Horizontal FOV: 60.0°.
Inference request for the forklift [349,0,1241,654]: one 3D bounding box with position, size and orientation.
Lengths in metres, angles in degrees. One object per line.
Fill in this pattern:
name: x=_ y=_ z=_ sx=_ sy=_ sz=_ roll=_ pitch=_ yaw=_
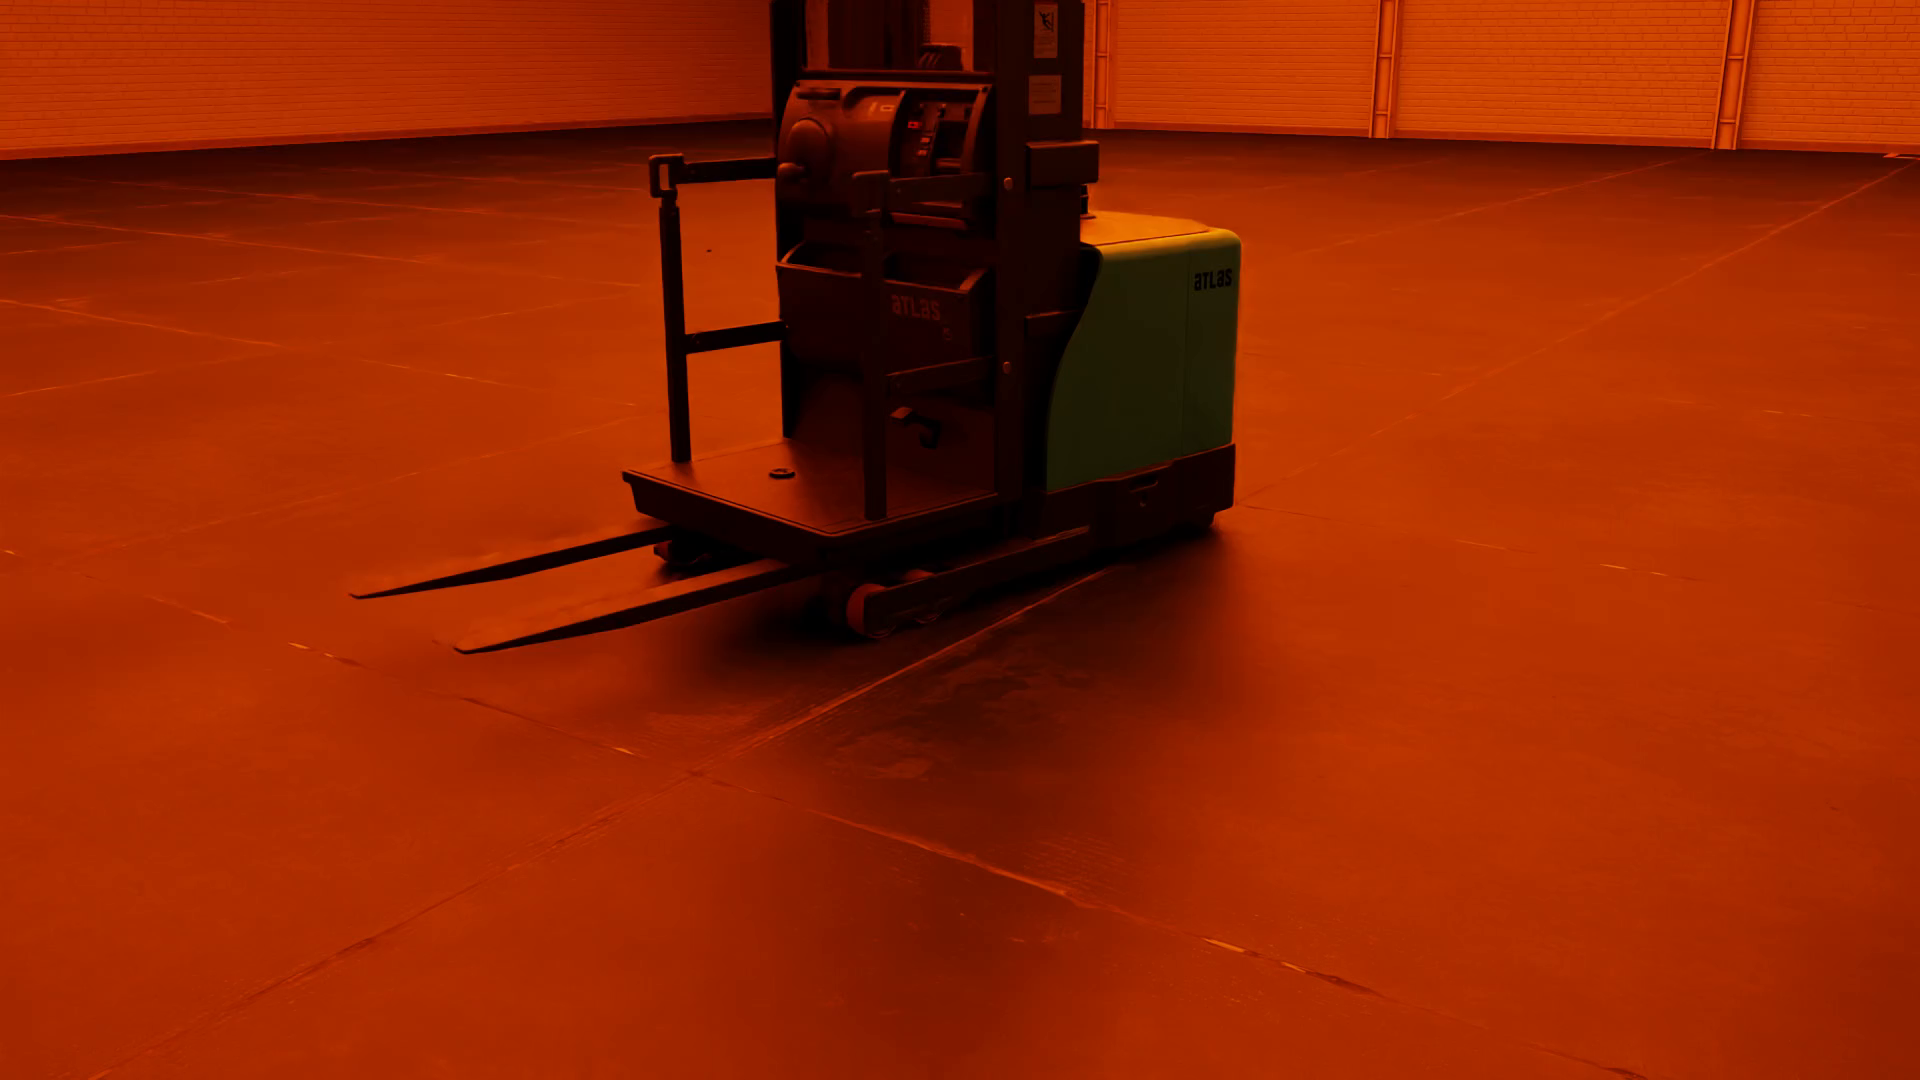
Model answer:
forklift: x=-0.402 y=-1.276 z=5.098 sx=3.031 sy=2.935 sz=1.130 roll=-15 pitch=23 yaw=-42
